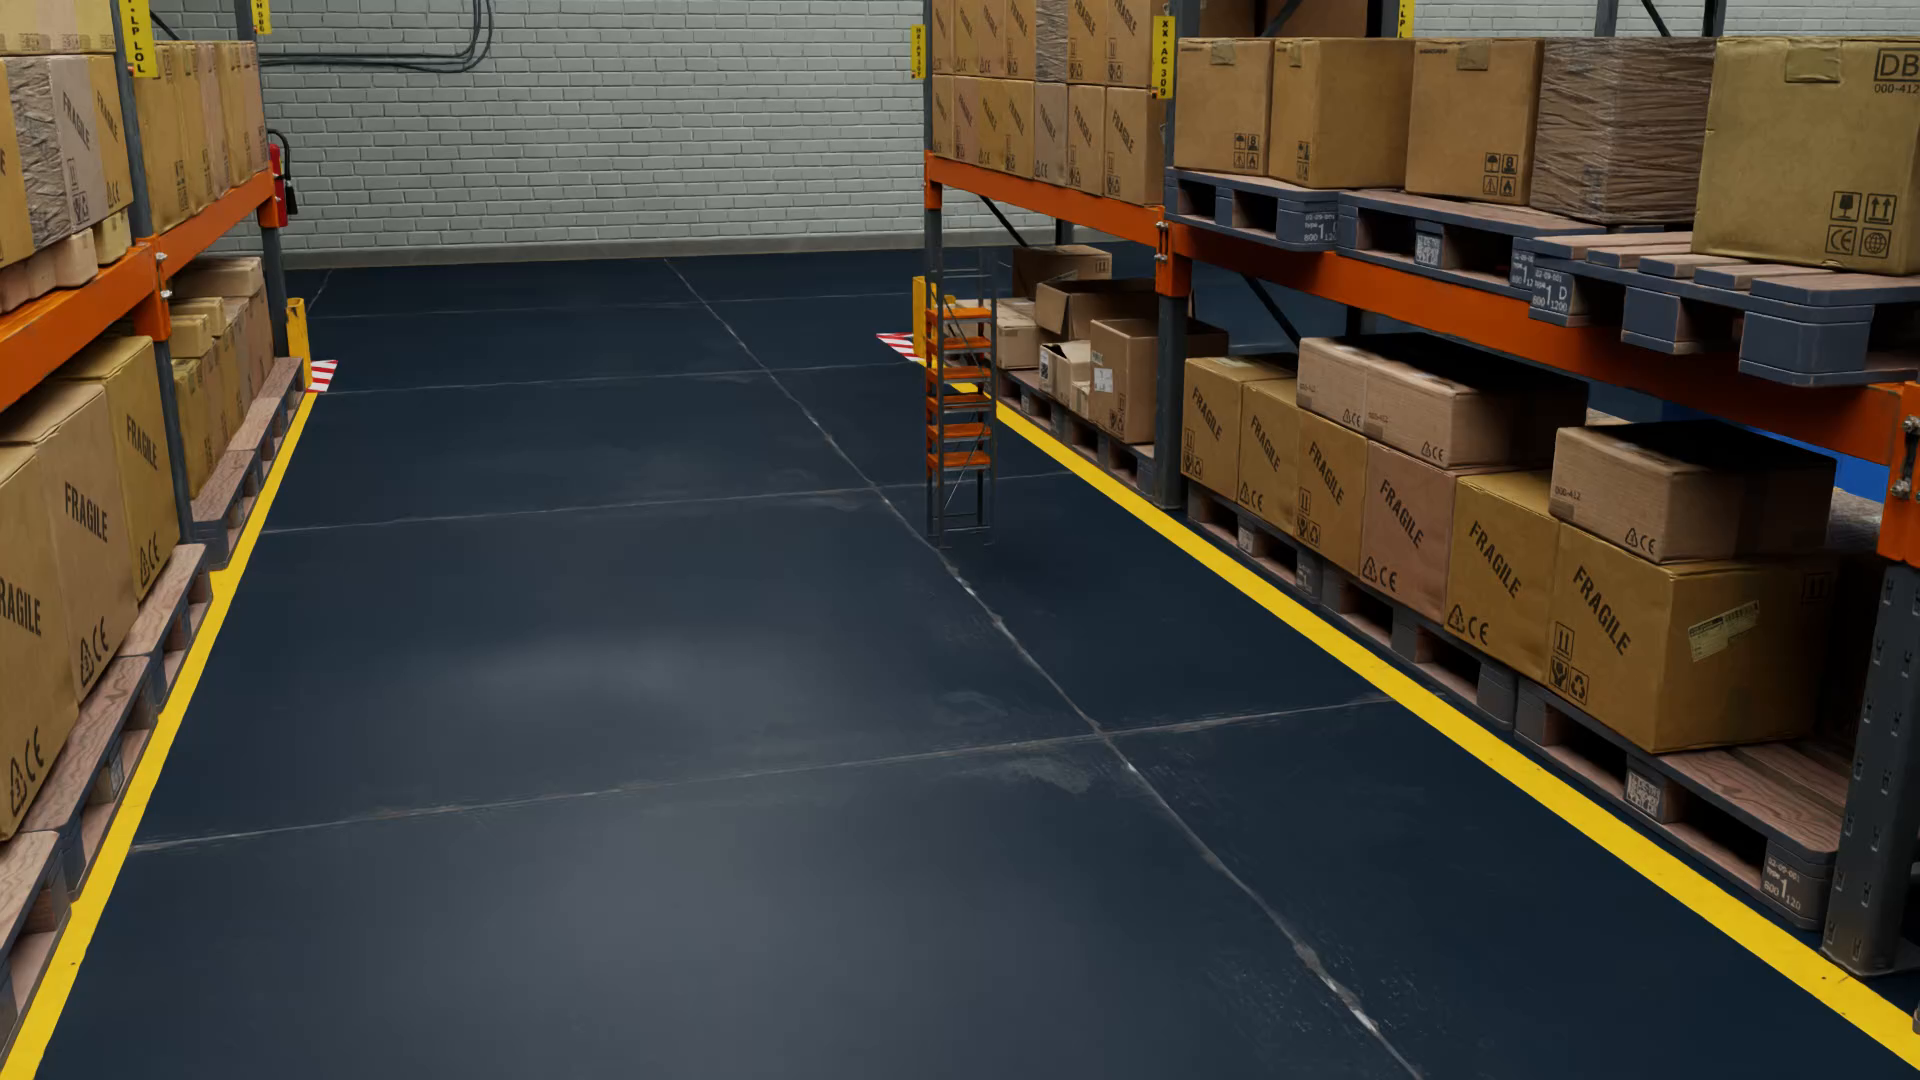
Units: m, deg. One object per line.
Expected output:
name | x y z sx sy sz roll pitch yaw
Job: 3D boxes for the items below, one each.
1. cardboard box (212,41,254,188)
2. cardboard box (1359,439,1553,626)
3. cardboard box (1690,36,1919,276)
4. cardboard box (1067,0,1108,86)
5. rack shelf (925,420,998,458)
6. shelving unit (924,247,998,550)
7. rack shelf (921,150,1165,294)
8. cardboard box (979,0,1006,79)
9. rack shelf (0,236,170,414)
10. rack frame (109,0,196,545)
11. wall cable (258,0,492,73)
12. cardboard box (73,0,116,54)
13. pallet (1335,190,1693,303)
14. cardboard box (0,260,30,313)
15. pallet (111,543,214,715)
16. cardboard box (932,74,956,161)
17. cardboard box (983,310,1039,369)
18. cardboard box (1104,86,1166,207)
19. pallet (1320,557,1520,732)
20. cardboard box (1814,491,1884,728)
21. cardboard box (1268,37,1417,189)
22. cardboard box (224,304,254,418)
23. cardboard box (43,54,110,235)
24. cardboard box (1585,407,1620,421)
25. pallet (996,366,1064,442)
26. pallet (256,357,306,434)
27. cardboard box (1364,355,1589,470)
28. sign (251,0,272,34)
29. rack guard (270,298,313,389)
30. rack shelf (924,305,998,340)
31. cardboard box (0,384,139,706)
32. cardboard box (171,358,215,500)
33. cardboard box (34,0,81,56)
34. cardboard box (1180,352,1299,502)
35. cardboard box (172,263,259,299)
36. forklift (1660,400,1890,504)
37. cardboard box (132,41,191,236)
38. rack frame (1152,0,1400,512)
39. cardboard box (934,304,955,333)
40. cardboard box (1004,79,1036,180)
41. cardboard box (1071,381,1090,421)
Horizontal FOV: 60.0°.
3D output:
cardboard box | -4.140 -2.136 8.327 0.980 0.700 0.700 -5 17 -16
cardboard box | 1.685 -0.054 5.498 0.500 0.500 0.500 -5 18 -17
cardboard box | 2.179 -0.927 3.920 0.700 0.500 0.500 -12 20 -34
cardboard box | 0.829 -2.407 7.838 0.500 0.500 0.500 -5 17 -16
rack shelf | 0.004 -0.413 6.813 0.258 0.103 0.180 -5 17 -15
shelving unit | 0.004 -0.571 6.766 0.258 1.200 0.189 -5 17 -15
rack shelf | 0.811 -1.828 9.073 1.077 0.370 4.000 -5 17 -15
cardboard box | 0.414 -2.826 9.233 0.500 0.500 0.500 -4 17 -14
rack shelf | -2.852 -0.329 4.082 1.077 0.370 4.000 -5 17 -15
rack frame | -3.401 -1.226 5.820 1.000 3.000 0.127 -5 17 -15
wall cable | -5.711 -5.311 14.390 3.097 2.526 0.112 -5 17 -15
cardboard box | -3.027 -1.676 5.290 0.500 0.250 0.500 -4 17 -14
pallet | 1.921 -0.958 5.261 1.003 0.211 1.213 -5 17 -15
cardboard box | -2.729 -0.690 4.435 0.380 0.149 0.250 -5 17 -17
pallet | -3.117 0.317 5.531 1.003 0.211 1.213 -5 17 -15
cardboard box | 0.130 -2.630 10.319 0.500 0.500 0.500 -4 17 -14
cardboard box | 0.413 -1.170 9.647 0.500 0.250 0.500 -5 17 -15
cardboard box | 0.977 -1.785 7.506 0.500 0.500 0.500 -4 17 -14
pallet | 1.960 0.277 5.664 1.003 0.211 1.213 -5 17 -15
cardboard box | 2.460 0.181 4.716 0.500 0.500 0.500 -5 18 -17
cardboard box | 1.526 -1.534 5.941 0.700 0.500 0.500 -2 17 -6
cardboard box | -3.935 -0.873 8.261 0.700 0.500 0.500 -5 18 -17
cardboard box | -2.882 -1.178 4.934 0.500 0.500 0.500 -5 17 -15
cardboard box | 2.037 -0.243 6.126 0.500 0.500 0.500 -4 17 -15
pallet | 0.834 -0.811 9.287 1.003 0.211 1.213 -5 17 -15
pallet | -4.205 -0.782 9.189 1.003 0.211 1.213 -5 17 -15
cardboard box | 1.673 -0.423 5.424 0.500 0.250 0.500 -5 17 -16
sign | -3.975 -3.040 9.433 0.100 0.325 0.005 -5 17 -15
rack guard | -4.507 -1.142 9.886 1.175 0.500 0.348 -5 17 -15
rack shelf | 0.004 -0.873 6.675 0.258 0.103 0.180 -5 17 -15
cardboard box | -2.850 0.017 4.687 0.750 0.750 0.750 -4 17 -14
cardboard box | -3.508 -0.445 6.835 0.700 0.500 0.500 -4 17 -15
cardboard box | -2.896 -1.534 4.816 0.500 0.250 0.500 -4 17 -14
cardboard box | 1.259 -0.479 6.914 0.500 0.500 0.500 -6 18 -18
cardboard box | -3.930 -1.370 8.786 0.380 0.149 0.250 -4 17 -14
forklift | 4.349 -1.258 6.044 3.031 2.935 1.130 2 17 6
cardboard box | -3.535 -1.521 6.281 0.980 0.700 0.700 -4 17 -14
rack frame | 1.361 -1.619 7.128 1.000 3.000 0.127 -5 17 -15
cardboard box | 0.046 -1.428 10.682 0.380 0.149 0.250 -5 17 -15
cardboard box | 0.548 -2.210 8.921 0.500 0.500 0.500 -4 17 -15
cardboard box | 0.771 -0.698 8.254 0.380 0.149 0.250 -5 17 -15
